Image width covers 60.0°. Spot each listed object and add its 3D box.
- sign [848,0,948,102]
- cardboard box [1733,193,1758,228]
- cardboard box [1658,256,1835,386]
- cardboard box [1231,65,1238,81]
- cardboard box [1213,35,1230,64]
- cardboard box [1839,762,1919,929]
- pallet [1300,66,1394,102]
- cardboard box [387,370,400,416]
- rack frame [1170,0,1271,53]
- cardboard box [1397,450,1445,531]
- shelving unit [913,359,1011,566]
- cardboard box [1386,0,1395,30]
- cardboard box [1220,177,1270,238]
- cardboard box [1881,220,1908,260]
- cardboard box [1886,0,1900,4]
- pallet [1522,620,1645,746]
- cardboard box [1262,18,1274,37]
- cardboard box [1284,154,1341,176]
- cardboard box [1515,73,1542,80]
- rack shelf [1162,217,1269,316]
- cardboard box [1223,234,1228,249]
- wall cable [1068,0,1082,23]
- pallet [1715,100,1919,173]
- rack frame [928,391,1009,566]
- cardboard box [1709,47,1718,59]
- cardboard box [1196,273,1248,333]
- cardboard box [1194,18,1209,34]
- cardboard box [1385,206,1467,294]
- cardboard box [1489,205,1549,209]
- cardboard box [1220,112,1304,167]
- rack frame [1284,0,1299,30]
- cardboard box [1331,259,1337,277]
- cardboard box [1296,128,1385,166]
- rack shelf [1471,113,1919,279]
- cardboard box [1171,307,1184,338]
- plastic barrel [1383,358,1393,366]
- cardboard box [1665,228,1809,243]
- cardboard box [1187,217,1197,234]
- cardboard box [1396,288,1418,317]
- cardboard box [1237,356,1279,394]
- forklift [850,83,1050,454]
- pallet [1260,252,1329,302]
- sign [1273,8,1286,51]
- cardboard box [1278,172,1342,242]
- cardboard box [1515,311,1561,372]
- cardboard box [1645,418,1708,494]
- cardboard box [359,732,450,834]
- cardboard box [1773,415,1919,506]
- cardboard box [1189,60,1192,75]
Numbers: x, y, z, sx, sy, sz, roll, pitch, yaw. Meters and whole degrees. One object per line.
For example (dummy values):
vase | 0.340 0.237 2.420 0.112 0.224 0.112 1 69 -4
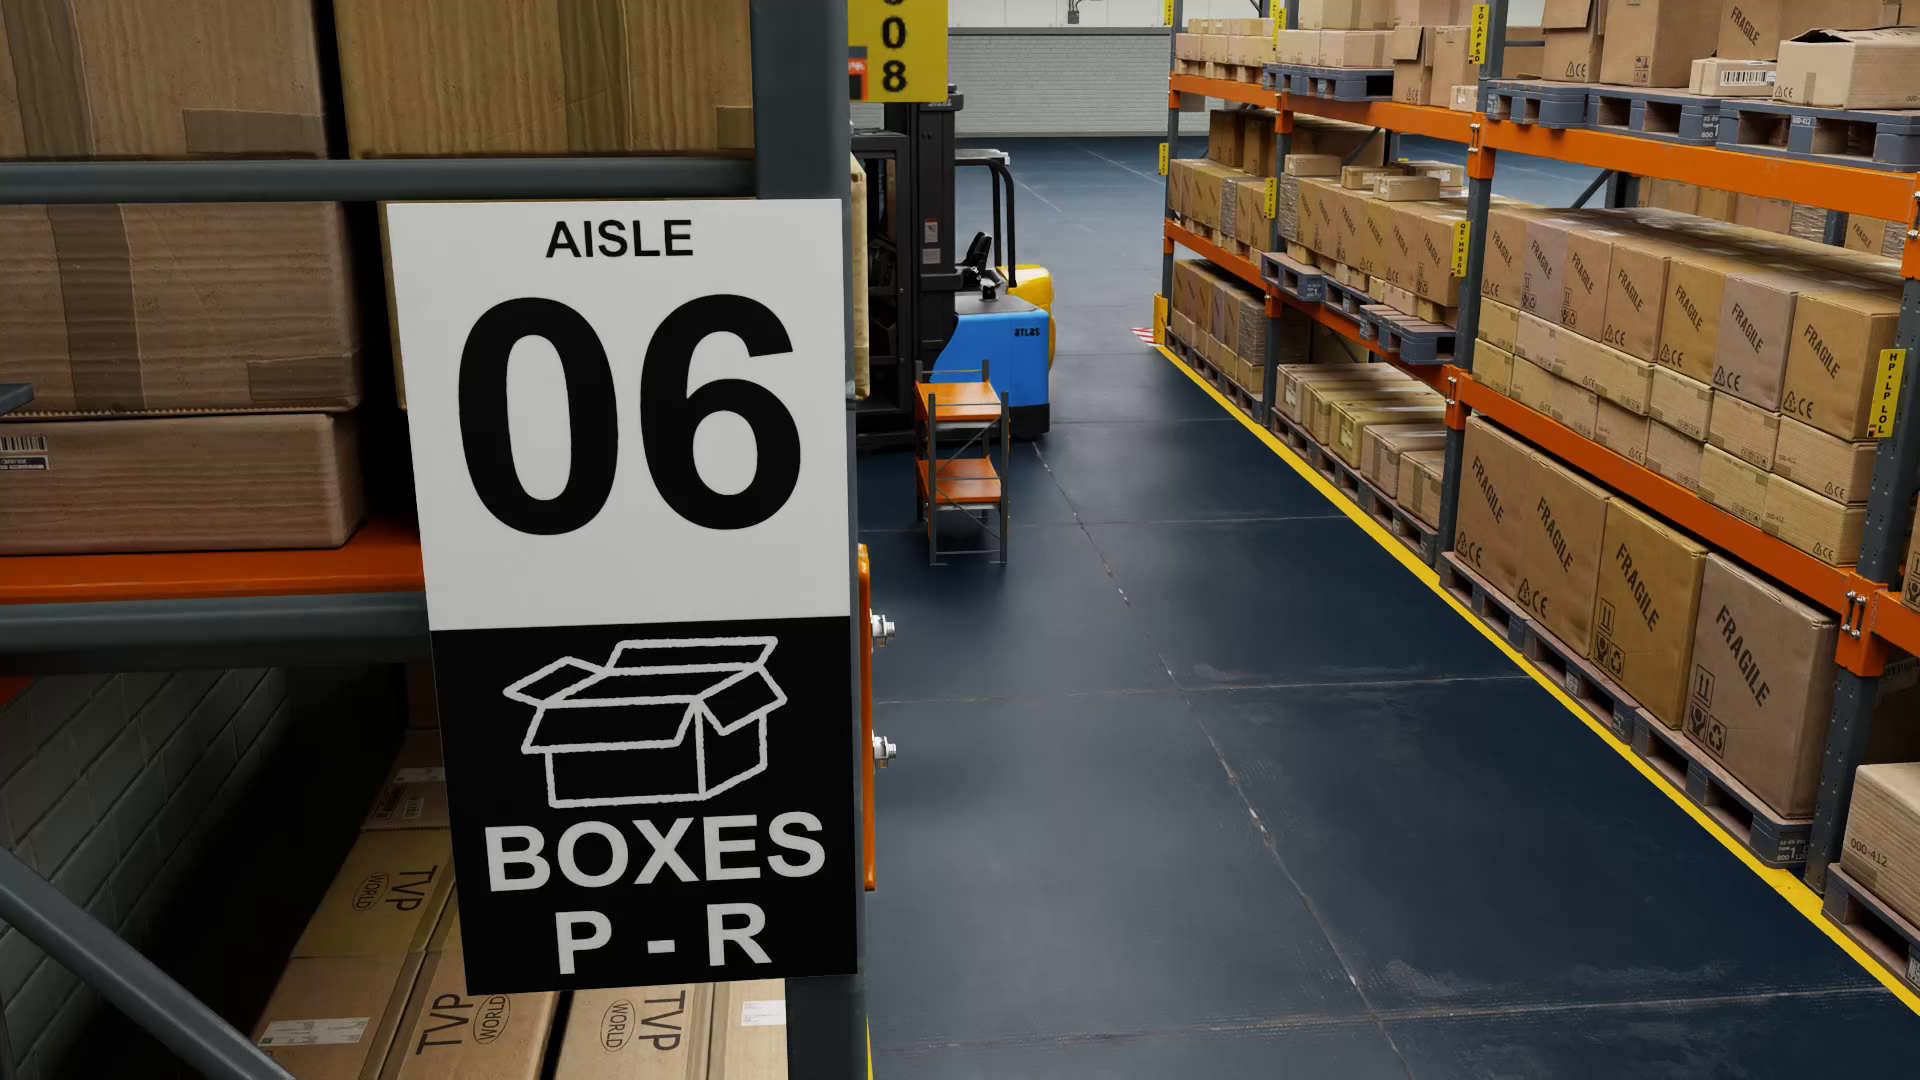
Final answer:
sign | -0.061 -0.558 1.479 0.100 0.325 0.005 -2 18 -6
cardboard box | 7.944 -3.114 15.839 0.875 0.550 0.550 -2 18 -6
cardboard box | 3.534 -0.995 7.502 0.500 0.500 0.500 -1 17 -4
cardboard box | 2.698 -4.282 15.220 0.380 0.149 0.250 -2 18 -6
cardboard box | 2.626 -4.501 15.252 0.500 0.250 0.500 -1 17 -4
cardboard box | 3.881 1.173 6.008 0.875 0.438 0.875 -2 18 -6
pallet | 3.166 -3.268 11.884 1.213 0.211 1.003 -2 18 -6
cardboard box | -1.002 -0.244 2.359 0.380 0.149 0.250 -1 17 -4
rack frame | 2.686 -6.477 16.783 1.000 3.000 0.127 -2 18 -6
cardboard box | 3.463 -0.346 10.958 0.950 0.372 0.625 -3 18 -9
shelving unit | 0.001 -0.535 11.002 0.538 1.125 1.048 -2 18 -6
cardboard box | 3.285 -4.052 12.784 0.500 0.250 0.500 -1 17 -4
cardboard box | 2.687 -3.045 15.203 0.500 0.500 0.500 -1 17 -4
cardboard box | 7.851 -2.338 13.449 0.500 0.500 0.500 -2 18 -5
cardboard box | 8.285 -4.740 14.481 0.380 0.149 0.250 -2 18 -6
pallet | 3.640 0.699 8.597 1.003 0.211 1.213 -2 18 -6
cardboard box | 2.745 -4.277 13.873 0.380 0.149 0.250 -2 18 -7
cardboard box | 2.795 -2.971 13.185 0.380 0.149 0.250 -2 18 -6
cardboard box | 3.621 -2.773 10.219 0.396 0.266 0.258 -2 18 -6
rack shelf | 2.892 -2.675 15.892 1.077 0.370 4.000 -2 18 -6
cardboard box | 2.657 -2.769 15.408 0.380 0.149 0.250 -2 18 -7
wall cable | 4.286 -17.855 47.347 2.305 6.003 0.169 -2 18 -6
pallet | 3.780 -1.651 6.738 0.805 0.209 1.217 -2 18 -8
rack frame | 0.053 -0.383 10.520 0.500 1.125 0.032 -2 18 -6
cardboard box | 4.001 -2.399 8.325 0.396 0.266 0.258 -2 18 -7
cardboard box | 2.599 -2.299 16.131 0.500 0.500 0.500 -1 17 -5
cardboard box | 2.478 -4.966 16.067 0.380 0.149 0.250 -2 18 -6
cardboard box | 3.123 -1.901 10.861 0.500 0.500 0.500 -2 18 -7
cardboard box | 3.634 -1.917 10.911 0.500 0.500 0.500 -1 17 -3
cardboard box | 3.000 -3.985 16.528 0.700 0.500 0.500 -2 18 -5
rack frame | 3.098 -5.285 12.987 1.000 3.000 0.127 -2 18 -6
cardboard box | 2.972 -2.020 12.323 0.380 0.149 0.250 -2 18 -5
cardboard box | 3.269 -3.227 14.115 0.700 0.500 0.500 -2 18 -6
rack shelf | 3.717 -1.723 7.850 1.077 0.370 4.000 -2 18 -6
cardboard box | 2.494 -2.254 17.238 0.500 0.250 0.500 -2 18 -6
plastic barrel | 4.405 -1.817 16.257 0.512 0.421 0.421 11 21 32
cardboard box | 3.930 -1.309 8.502 0.500 0.500 0.500 -2 18 -6
cardboard box | 2.482 -3.154 16.633 0.380 0.149 0.250 -2 17 -5
cardboard box | 3.073 -1.553 10.834 0.380 0.149 0.250 -2 18 -6
cardboard box | 2.770 -1.479 14.769 0.500 0.250 0.500 -1 17 -3
forklift | -0.830 -2.246 13.438 3.031 2.935 1.130 -5 18 -15
pallet | 3.032 -2.099 13.175 1.003 0.211 1.213 -2 18 -6
sign | 2.559 -4.081 13.298 0.100 0.325 0.005 -2 18 -6
cardboard box | 2.861 -2.664 13.290 0.500 0.500 0.500 -1 17 -4
cardboard box | 3.370 -1.085 9.042 0.500 0.250 0.500 -1 17 -4
cardboard box | 3.542 -0.396 7.681 0.500 0.250 0.500 -2 18 -7
cardboard box | -1.064 0.651 3.850 0.500 0.250 0.500 -2 18 -6
cardboard box | 3.636 -0.330 6.636 0.500 0.250 0.500 -2 18 -6
cardboard box | 2.513 -4.741 16.683 0.380 0.149 0.250 -2 18 -7
